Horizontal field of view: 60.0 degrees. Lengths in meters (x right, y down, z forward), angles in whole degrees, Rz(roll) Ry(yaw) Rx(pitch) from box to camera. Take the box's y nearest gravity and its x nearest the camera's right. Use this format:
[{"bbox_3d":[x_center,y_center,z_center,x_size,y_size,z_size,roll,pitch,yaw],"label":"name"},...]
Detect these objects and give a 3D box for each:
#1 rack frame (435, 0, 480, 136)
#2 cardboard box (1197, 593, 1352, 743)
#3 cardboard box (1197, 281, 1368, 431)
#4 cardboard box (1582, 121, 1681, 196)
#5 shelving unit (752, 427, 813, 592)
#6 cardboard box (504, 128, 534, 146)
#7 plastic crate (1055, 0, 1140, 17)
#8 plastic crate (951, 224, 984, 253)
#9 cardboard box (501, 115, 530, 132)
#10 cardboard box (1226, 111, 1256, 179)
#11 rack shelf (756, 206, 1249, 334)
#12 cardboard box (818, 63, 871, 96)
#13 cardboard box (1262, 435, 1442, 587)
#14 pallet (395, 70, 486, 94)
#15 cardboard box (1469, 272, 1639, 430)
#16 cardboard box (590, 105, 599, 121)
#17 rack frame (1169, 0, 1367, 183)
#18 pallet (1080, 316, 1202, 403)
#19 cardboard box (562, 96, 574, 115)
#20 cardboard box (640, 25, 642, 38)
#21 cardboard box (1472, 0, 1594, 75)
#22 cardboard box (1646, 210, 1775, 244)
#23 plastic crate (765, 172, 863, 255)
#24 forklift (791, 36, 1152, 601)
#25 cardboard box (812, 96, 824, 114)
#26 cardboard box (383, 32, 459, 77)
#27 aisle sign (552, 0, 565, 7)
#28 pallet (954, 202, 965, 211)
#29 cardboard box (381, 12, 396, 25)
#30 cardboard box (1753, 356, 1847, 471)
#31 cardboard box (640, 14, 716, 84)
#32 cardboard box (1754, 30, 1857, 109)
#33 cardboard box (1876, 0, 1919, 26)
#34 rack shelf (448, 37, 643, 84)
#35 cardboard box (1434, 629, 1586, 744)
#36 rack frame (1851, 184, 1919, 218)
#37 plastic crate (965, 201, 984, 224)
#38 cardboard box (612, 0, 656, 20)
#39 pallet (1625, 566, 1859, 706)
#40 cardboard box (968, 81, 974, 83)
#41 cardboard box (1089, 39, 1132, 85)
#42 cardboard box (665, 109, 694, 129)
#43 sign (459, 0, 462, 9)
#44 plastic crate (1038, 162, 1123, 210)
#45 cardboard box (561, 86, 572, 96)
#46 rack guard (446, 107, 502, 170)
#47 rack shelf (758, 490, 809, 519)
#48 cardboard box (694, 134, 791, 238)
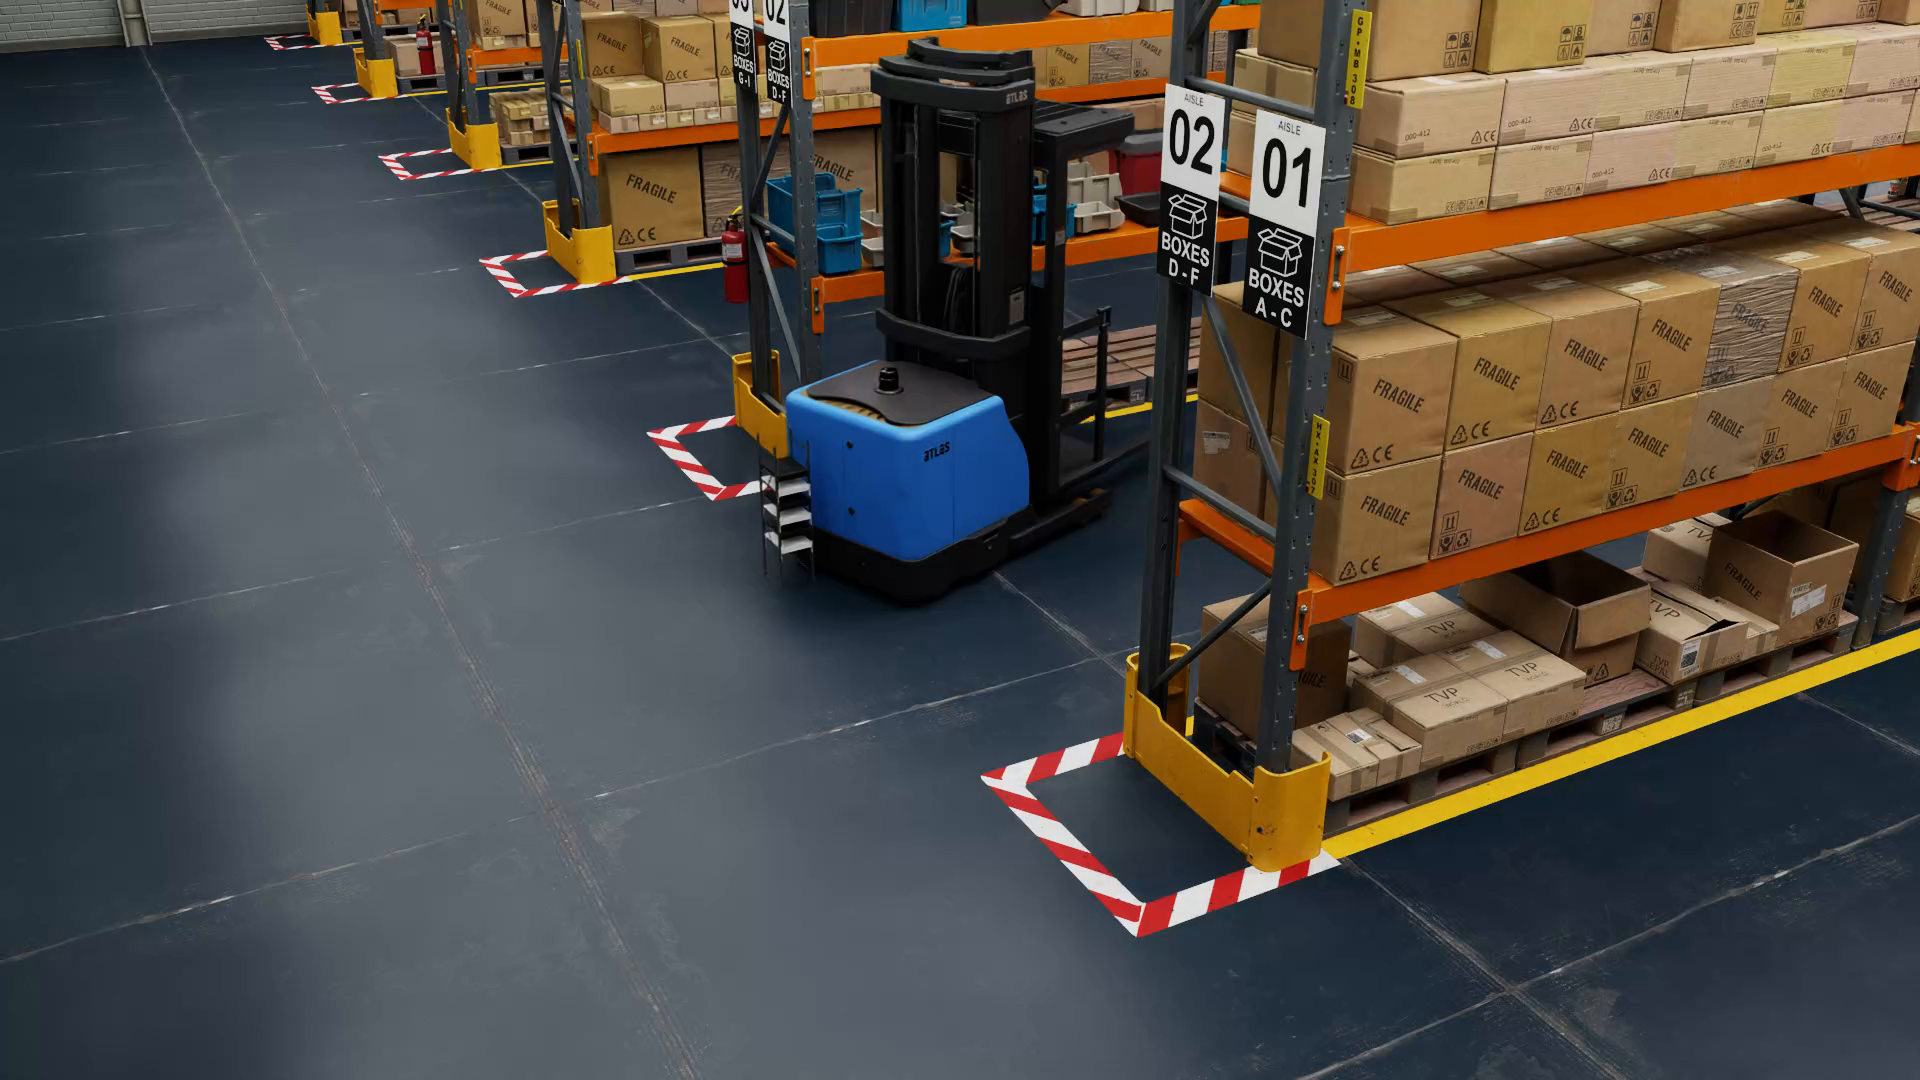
[{"bbox_3d":[-5.773,-5.836,18.941,0.127,3.000,1.000,-13,29,-25],"label":"rack frame"},{"bbox_3d":[1.494,0.586,7.943,0.500,0.500,0.500,-13,29,-25],"label":"cardboard box"},{"bbox_3d":[1.393,-0.829,7.240,0.500,0.500,0.500,-13,29,-26],"label":"cardboard box"},{"bbox_3d":[2.590,-1.629,6.885,0.500,0.250,0.500,-13,29,-25],"label":"cardboard box"},{"bbox_3d":[-1.018,-0.171,9.565,0.210,0.900,0.258,-18,31,-33],"label":"shelving unit"},{"bbox_3d":[-5.160,-4.725,19.434,0.250,0.149,0.380,-12,28,-24],"label":"cardboard box"},{"bbox_3d":[0.903,-3.662,11.084,0.530,0.282,0.437,-13,29,-25],"label":"plastic crate"},{"bbox_3d":[0.096,-2.035,11.258,0.298,0.136,0.250,-13,29,-25],"label":"plastic crate"},{"bbox_3d":[-5.190,-4.883,19.420,0.250,0.149,0.380,-12,28,-23],"label":"cardboard box"},{"bbox_3d":[1.459,-1.628,6.882,0.500,0.250,0.500,-13,29,-25],"label":"cardboard box"},{"bbox_3d":[0.567,-2.113,12.017,4.000,0.370,1.077,-13,29,-25],"label":"rack shelf"},{"bbox_3d":[-1.171,-4.402,15.783,0.500,0.250,0.500,-12,28,-24],"label":"cardboard box"},{"bbox_3d":[1.645,-0.172,7.028,0.500,0.500,0.500,-12,28,-24],"label":"cardboard box"},{"bbox_3d":[-7.523,-6.642,23.840,1.213,0.211,1.003,-13,29,-25],"label":"pallet"},{"bbox_3d":[2.547,-0.832,7.247,0.500,0.500,0.500,-13,28,-24],"label":"cardboard box"},{"bbox_3d":[-3.369,-4.007,15.420,0.250,0.149,0.380,-12,28,-24],"label":"cardboard box"},{"bbox_3d":[1.130,-2.842,5.772,0.127,3.000,1.000,-13,29,-25],"label":"rack frame"},{"bbox_3d":[1.701,-1.423,12.970,1.213,0.211,1.003,-13,29,-25],"label":"pallet"},{"bbox_3d":[-4.682,-5.090,19.508,0.250,0.149,0.380,-13,29,-25],"label":"cardboard box"},{"bbox_3d":[-3.731,-6.044,19.664,0.250,0.149,0.380,-12,28,-24],"label":"cardboard box"},{"bbox_3d":[2.056,-2.166,6.559,0.500,0.500,0.700,-13,29,-25],"label":"cardboard box"},{"bbox_3d":[3.656,-1.354,8.334,0.500,0.500,0.500,-14,29,-27],"label":"cardboard box"},{"bbox_3d":[-0.990,-2.213,11.283,0.499,0.435,0.616,-13,29,-25],"label":"plastic crate"},{"bbox_3d":[0.270,-1.563,10.119,1.130,2.935,3.031,17,30,31],"label":"forklift"},{"bbox_3d":[-1.473,-4.123,15.661,0.250,0.149,0.380,-13,28,-24],"label":"cardboard box"},{"bbox_3d":[-7.656,-6.913,23.658,0.875,0.438,0.875,-14,29,-27],"label":"cardboard box"},{"bbox_3d":[-3.451,-4.964,14.121,0.004,0.787,0.394,-13,29,-25],"label":"aisle sign"},{"bbox_3d":[-0.707,-3.354,16.992,1.213,0.211,1.003,-13,29,-25],"label":"pallet"},{"bbox_3d":[-9.553,-8.665,27.641,0.250,0.149,0.380,-14,29,-27],"label":"cardboard box"},{"bbox_3d":[3.885,-0.692,8.110,0.500,0.500,0.500,-12,28,-24],"label":"cardboard box"},{"bbox_3d":[-2.537,-4.423,14.959,0.500,0.500,0.500,-14,29,-26],"label":"cardboard box"},{"bbox_3d":[3.473,-2.058,7.201,0.500,0.250,0.500,-13,29,-25],"label":"cardboard box"},{"bbox_3d":[4.248,-2.687,7.644,0.500,0.500,0.700,-13,29,-25],"label":"cardboard box"},{"bbox_3d":[-4.008,-5.920,19.945,4.000,0.370,1.077,-13,29,-25],"label":"rack shelf"},{"bbox_3d":[2.625,0.698,8.000,0.500,0.250,0.500,-13,29,-25],"label":"cardboard box"},{"bbox_3d":[9.391,-4.474,16.103,0.127,3.000,1.000,-13,29,-25],"label":"rack frame"},{"bbox_3d":[0.186,-2.360,11.936,0.250,0.136,0.298,-13,29,-25],"label":"plastic crate"},{"bbox_3d":[-3.902,-6.321,19.491,0.500,0.500,0.500,-14,29,-26],"label":"cardboard box"},{"bbox_3d":[4.053,0.444,9.081,1.213,0.211,1.003,-13,29,-25],"label":"pallet"},{"bbox_3d":[0.285,-4.981,17.043,0.500,0.500,0.500,-13,29,-25],"label":"cardboard box"},{"bbox_3d":[1.410,-4.984,17.050,0.500,0.500,0.500,-14,29,-26],"label":"cardboard box"},{"bbox_3d":[-2.608,-3.860,15.114,0.250,0.149,0.380,-14,29,-26],"label":"cardboard box"},{"bbox_3d":[-5.518,-6.020,18.322,0.005,0.325,0.100,-13,29,-25],"label":"sign"},{"bbox_3d":[0.898,-2.578,12.221,0.530,0.282,0.437,-13,29,-25],"label":"plastic crate"},{"bbox_3d":[-4.750,-5.372,20.095,0.250,0.149,0.380,-14,29,-27],"label":"cardboard box"},{"bbox_3d":[-5.706,-4.725,19.514,0.348,0.500,1.175,-13,29,-25],"label":"rack guard"},{"bbox_3d":[-1.018,-0.222,9.541,0.200,0.077,0.258,-18,31,-33],"label":"rack shelf"},{"bbox_3d":[-2.198,-3.499,16.043,0.875,0.875,0.875,-13,29,-25],"label":"cardboard box"}]
